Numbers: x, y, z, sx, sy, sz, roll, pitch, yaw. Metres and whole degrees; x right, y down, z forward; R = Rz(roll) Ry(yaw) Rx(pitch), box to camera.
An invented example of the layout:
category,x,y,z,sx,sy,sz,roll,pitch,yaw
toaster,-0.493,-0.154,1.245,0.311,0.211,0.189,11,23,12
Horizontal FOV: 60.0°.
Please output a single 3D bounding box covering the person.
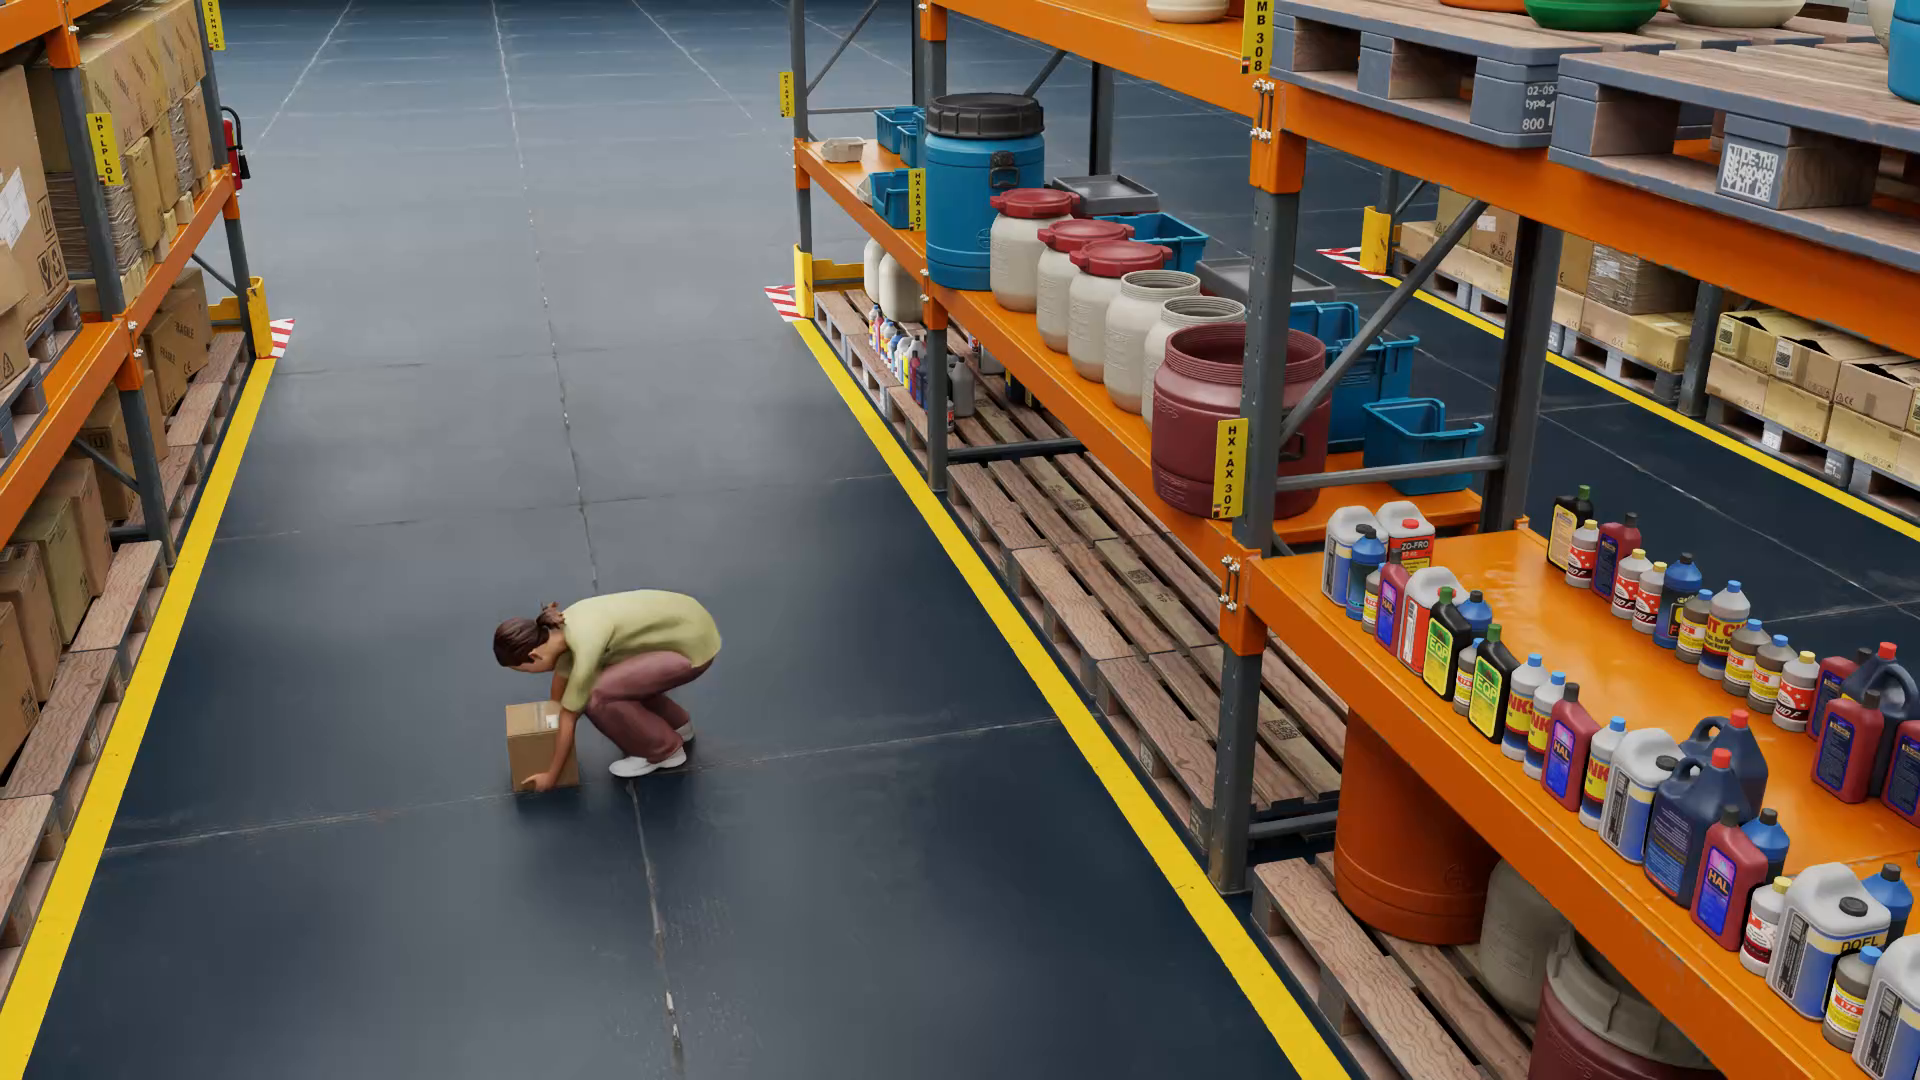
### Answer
category,x,y,z,sx,sy,sz,roll,pitch,yaw
person,-1.362,0.550,6.513,0.863,0.759,0.450,-7,24,-16
